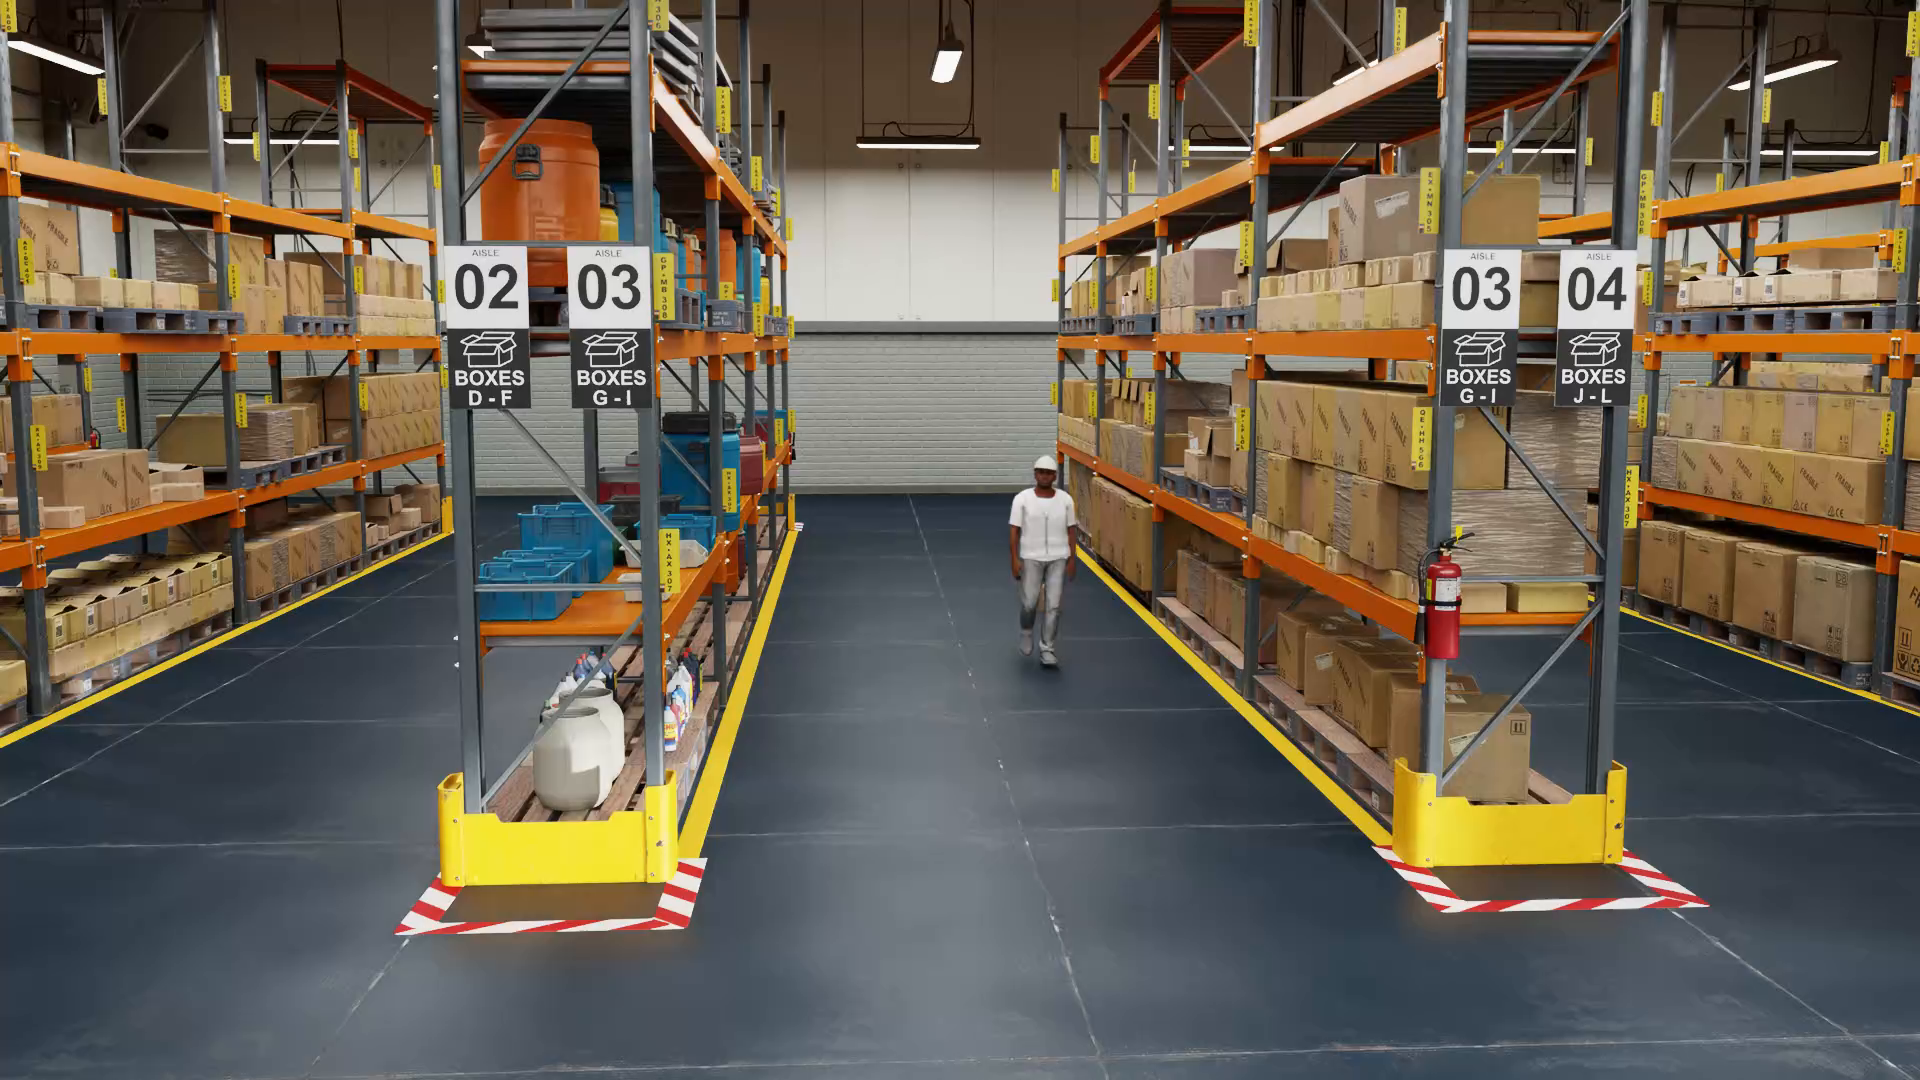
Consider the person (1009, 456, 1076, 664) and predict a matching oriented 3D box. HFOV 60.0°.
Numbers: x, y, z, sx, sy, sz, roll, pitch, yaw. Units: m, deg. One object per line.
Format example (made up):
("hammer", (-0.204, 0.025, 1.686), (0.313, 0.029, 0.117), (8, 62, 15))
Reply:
("person", (0.706, 0.162, 14.108), (0.567, 1.756, 0.540), (-1, 7, -5))
